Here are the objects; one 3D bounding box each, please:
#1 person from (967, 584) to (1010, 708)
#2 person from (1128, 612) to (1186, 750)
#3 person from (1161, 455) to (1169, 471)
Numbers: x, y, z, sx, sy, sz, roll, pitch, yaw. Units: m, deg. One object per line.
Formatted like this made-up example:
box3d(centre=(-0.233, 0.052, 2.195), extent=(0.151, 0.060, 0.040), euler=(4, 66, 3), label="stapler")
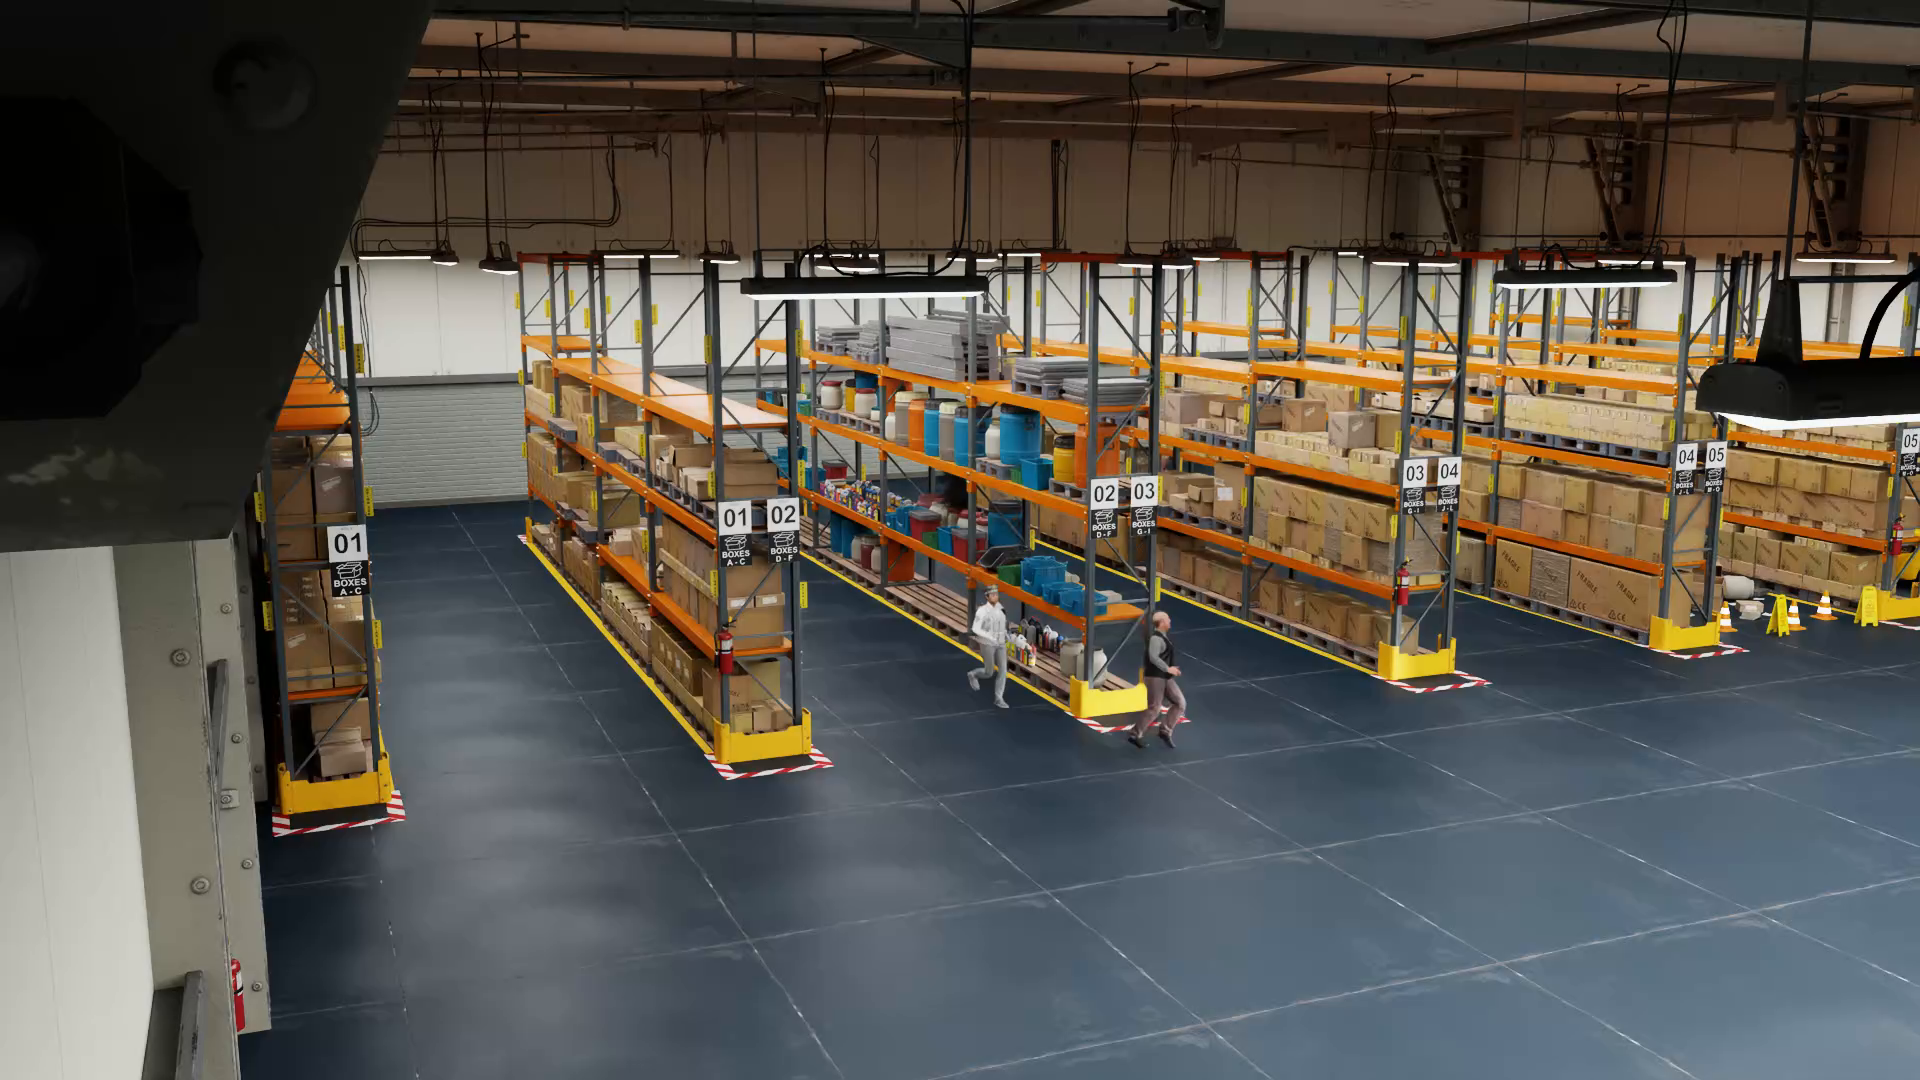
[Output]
box3d(centre=(0.433, 1.413, 22.689), extent=(0.616, 1.676, 0.806), euler=(-8, 13, -36), label="person")
box3d(centre=(2.503, 1.749, 20.834), extent=(0.674, 1.721, 0.712), euler=(4, 11, 19), label="person")
box3d(centre=(5.143, -2.057, 41.757), extent=(0.788, 1.630, 0.568), euler=(-9, 14, -41), label="person")
